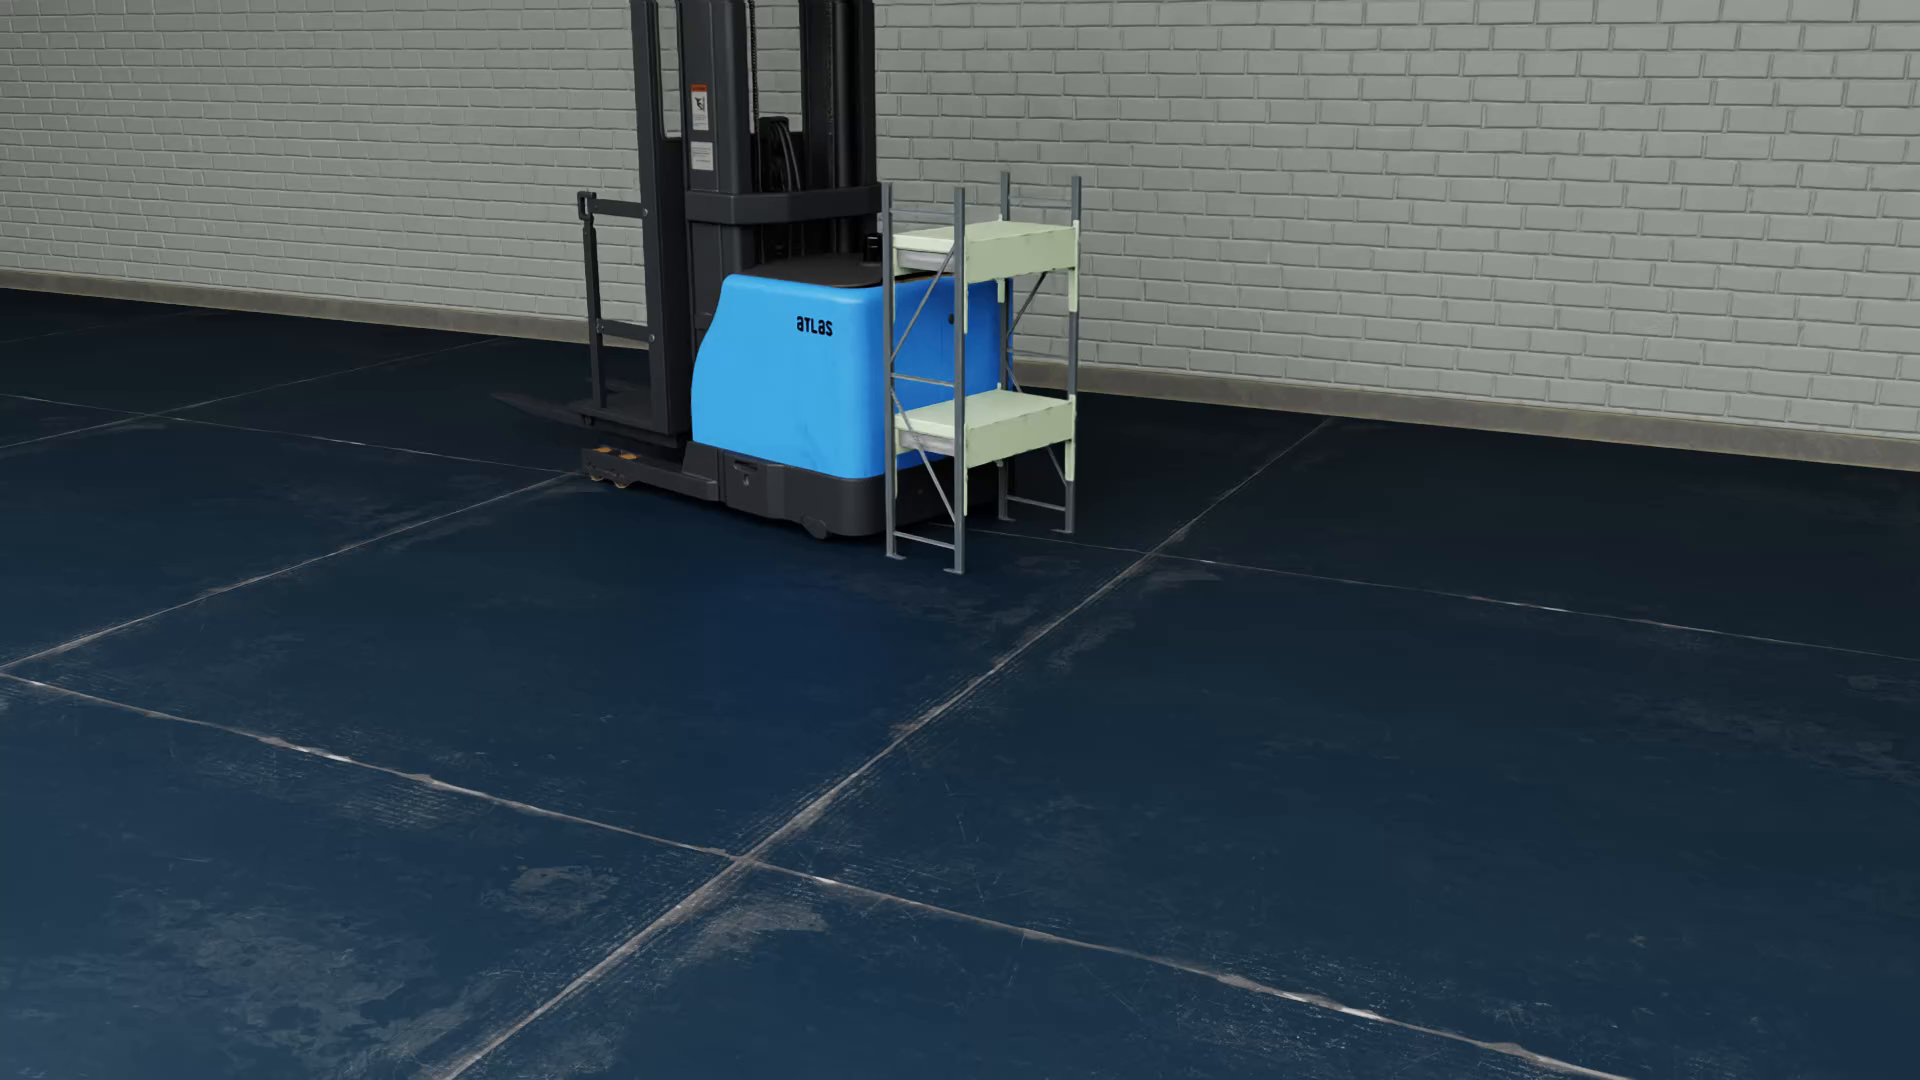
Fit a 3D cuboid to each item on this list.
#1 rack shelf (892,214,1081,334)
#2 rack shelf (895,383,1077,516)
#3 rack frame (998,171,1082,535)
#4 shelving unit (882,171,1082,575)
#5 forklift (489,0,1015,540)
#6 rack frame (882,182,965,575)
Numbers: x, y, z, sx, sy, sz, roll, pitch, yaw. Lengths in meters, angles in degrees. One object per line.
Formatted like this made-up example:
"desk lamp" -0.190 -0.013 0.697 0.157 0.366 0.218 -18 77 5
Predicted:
"rack shelf" 0.094 -1.073 6.632 0.431 0.370 0.720 13 21 38
"rack shelf" 0.094 -0.386 6.836 0.431 0.370 0.720 13 21 38
"rack frame" 0.329 -0.779 7.012 0.400 1.500 0.023 13 21 38
"shelving unit" 0.094 -0.699 6.743 0.431 1.500 0.755 13 21 38
"forklift" -1.173 -1.741 7.739 3.031 2.935 1.130 15 22 41
"rack frame" -0.141 -0.619 6.474 0.400 1.500 0.023 13 21 38
